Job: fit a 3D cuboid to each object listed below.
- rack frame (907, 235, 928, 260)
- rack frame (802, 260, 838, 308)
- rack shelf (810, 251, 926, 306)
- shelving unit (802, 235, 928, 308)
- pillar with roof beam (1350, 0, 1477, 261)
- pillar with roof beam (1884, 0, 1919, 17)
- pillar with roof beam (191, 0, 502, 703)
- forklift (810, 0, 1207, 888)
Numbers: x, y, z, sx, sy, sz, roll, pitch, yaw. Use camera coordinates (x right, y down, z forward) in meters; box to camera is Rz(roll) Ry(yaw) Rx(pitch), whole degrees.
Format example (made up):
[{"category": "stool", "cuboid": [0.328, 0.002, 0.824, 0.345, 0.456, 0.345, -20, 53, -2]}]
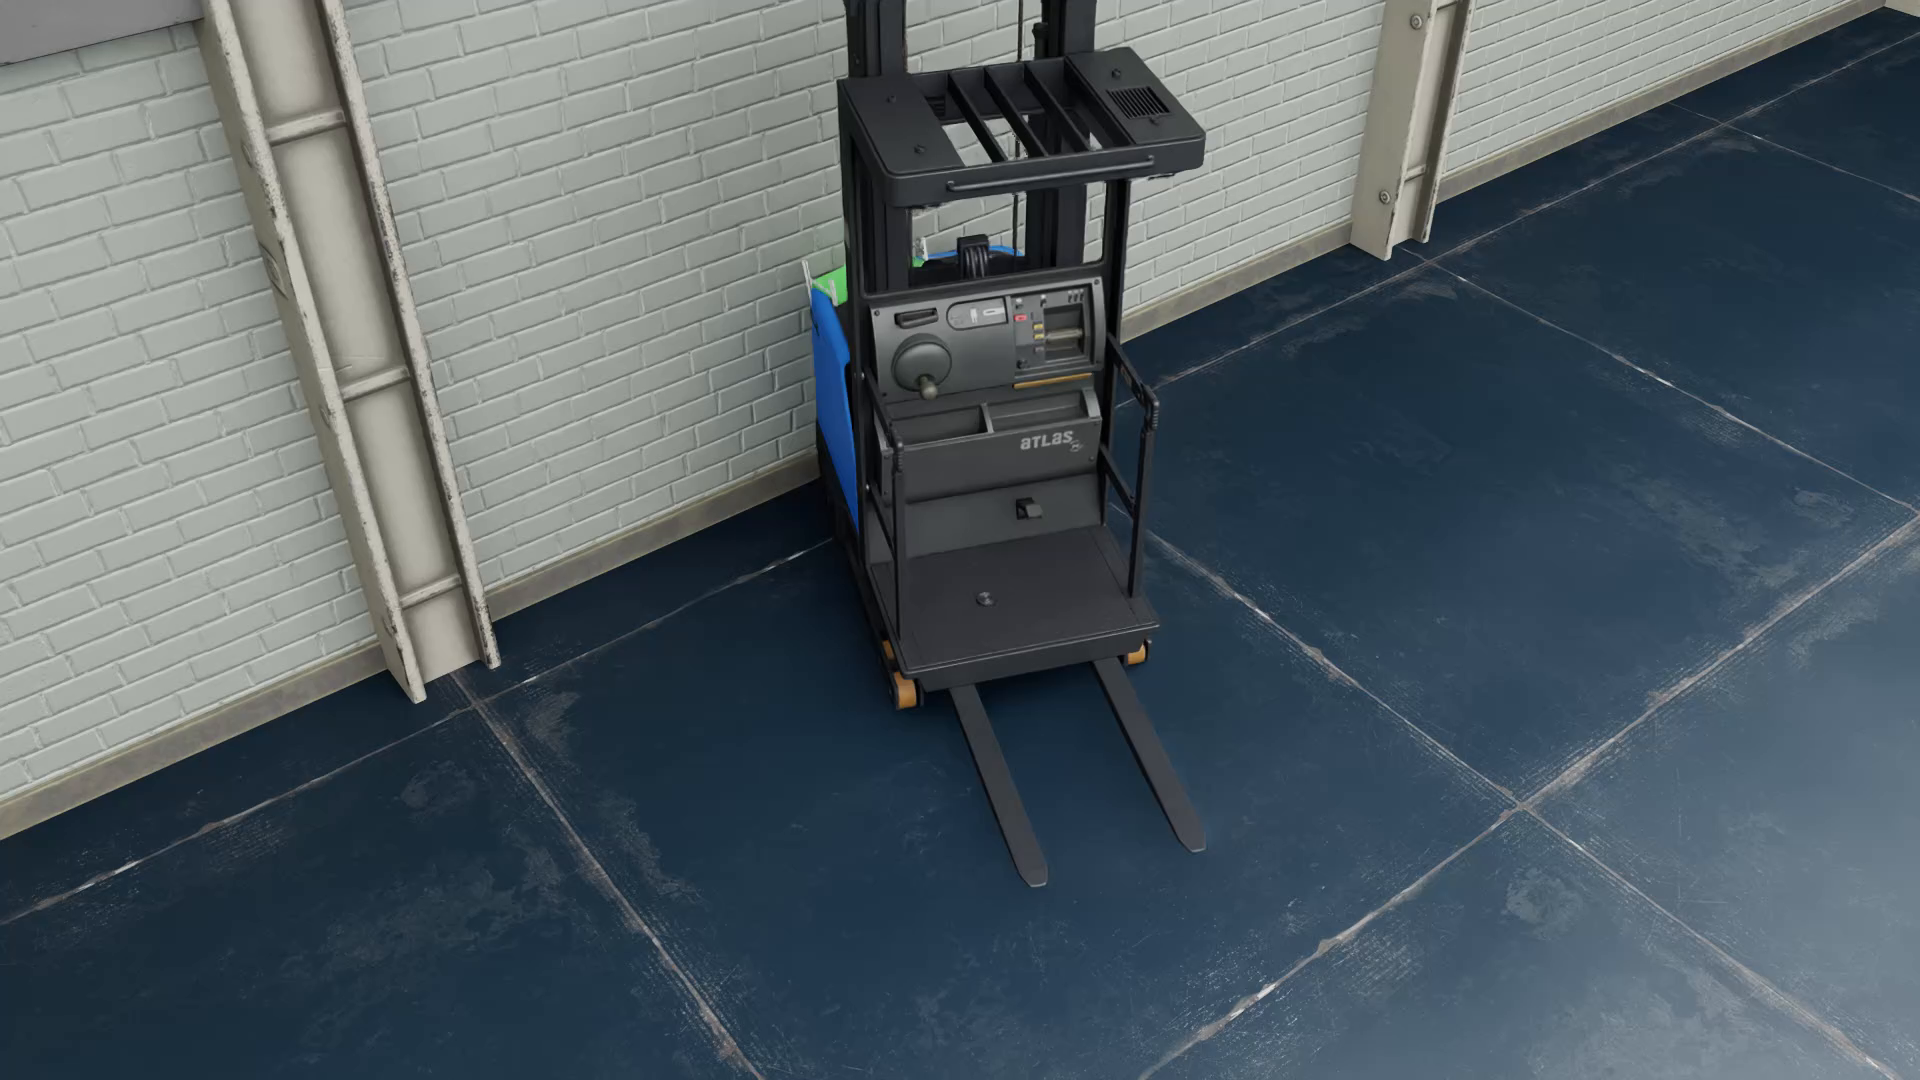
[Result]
[{"category": "rack frame", "cuboid": [-0.167, -0.961, 7.876, 0.015, 1.200, 0.240, -30, 45, -23]}, {"category": "rack frame", "cuboid": [-0.557, -0.736, 7.689, 0.015, 1.200, 0.240, -30, 45, -23]}, {"category": "rack shelf", "cuboid": [-0.409, -1.158, 7.509, 0.480, 0.148, 0.258, -30, 45, -23]}, {"category": "shelving unit", "cuboid": [-0.362, -0.848, 7.782, 0.503, 1.200, 0.258, -30, 45, -23]}, {"category": "pillar with roof beam", "cuboid": [5.174, -3.104, 4.439, 0.400, 9.000, 9.100, -26, 46, -28]}, {"category": "pillar with roof beam", "cuboid": [9.932, -5.423, 7.265, 0.400, 9.000, 9.100, -26, 46, -28]}, {"category": "pillar with roof beam", "cuboid": [0.417, -0.785, 1.612, 0.400, 9.000, 9.100, -26, 46, -28]}, {"category": "forklift", "cuboid": [0.174, -0.710, 6.305, 1.130, 2.935, 3.031, -10, 40, -12]}]
